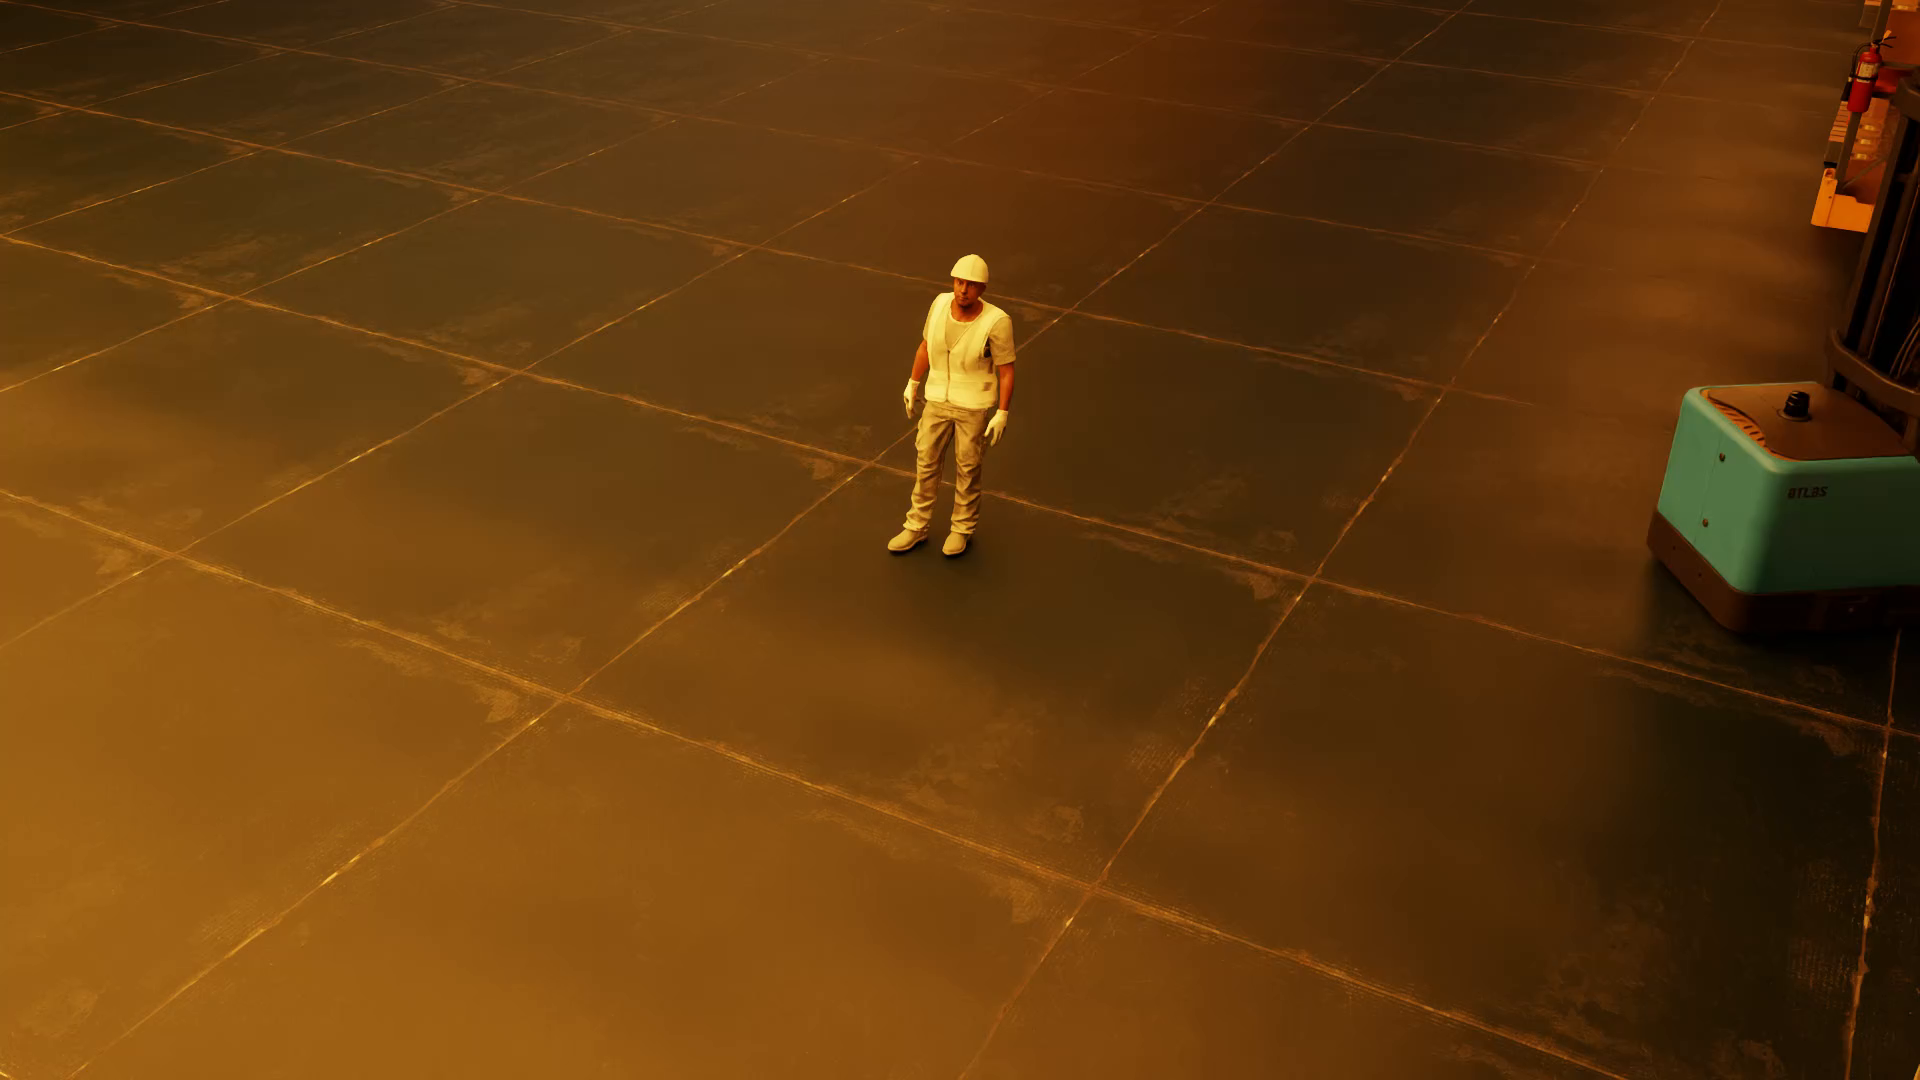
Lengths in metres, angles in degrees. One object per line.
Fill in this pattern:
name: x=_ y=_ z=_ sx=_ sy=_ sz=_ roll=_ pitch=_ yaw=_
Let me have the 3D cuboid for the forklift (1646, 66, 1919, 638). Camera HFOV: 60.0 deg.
forklift: x=5.603 y=-1.041 z=8.874 sx=3.031 sy=2.935 sz=1.130 roll=-3 pitch=30 yaw=-5

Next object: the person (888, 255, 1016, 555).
person: x=-0.043 y=-0.750 z=9.503 sx=0.656 sy=1.782 sz=0.577 roll=15 pitch=33 yaw=25
